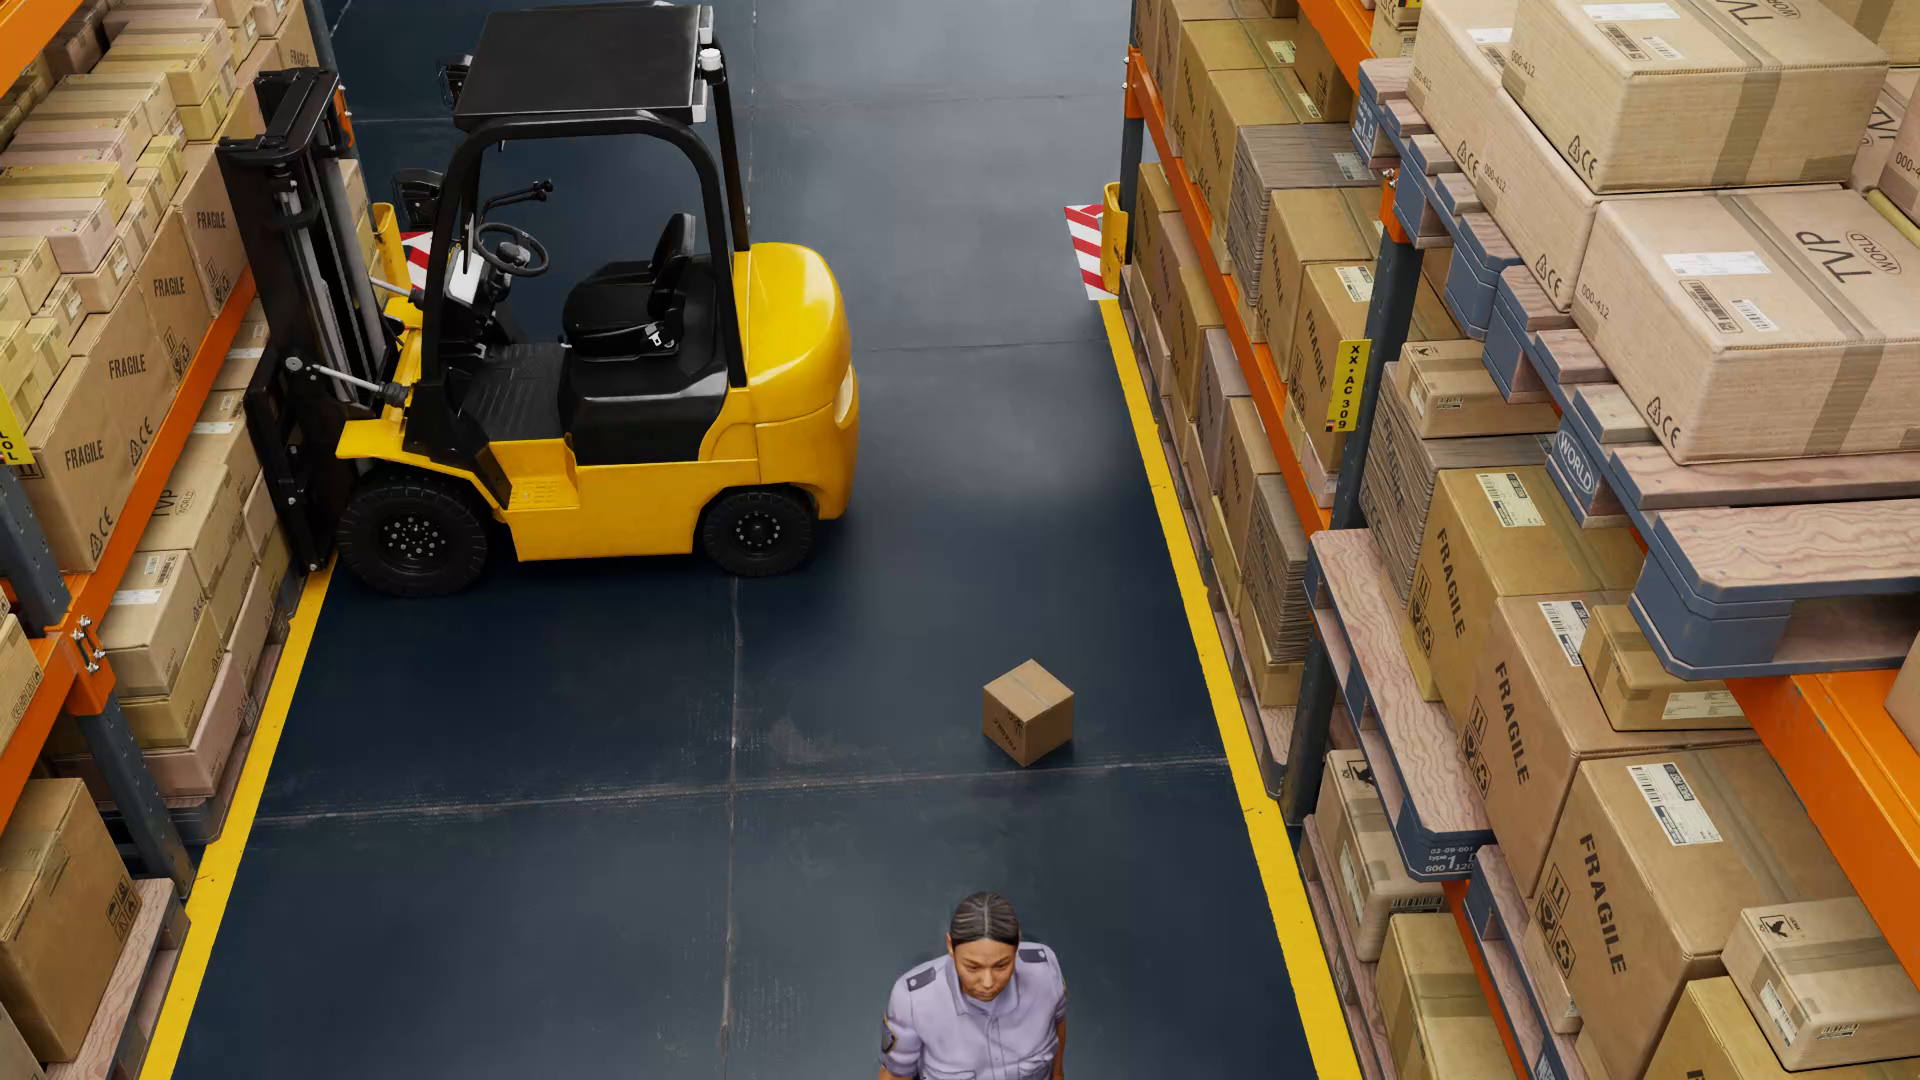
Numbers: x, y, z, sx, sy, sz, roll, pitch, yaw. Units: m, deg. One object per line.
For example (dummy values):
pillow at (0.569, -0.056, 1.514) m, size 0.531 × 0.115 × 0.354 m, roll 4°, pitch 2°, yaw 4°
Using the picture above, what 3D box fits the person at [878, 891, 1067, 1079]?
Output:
person at (0.058, 1.548, 4.272) m, size 0.512 × 1.629 × 0.874 m, roll -6°, pitch 40°, yaw -7°
